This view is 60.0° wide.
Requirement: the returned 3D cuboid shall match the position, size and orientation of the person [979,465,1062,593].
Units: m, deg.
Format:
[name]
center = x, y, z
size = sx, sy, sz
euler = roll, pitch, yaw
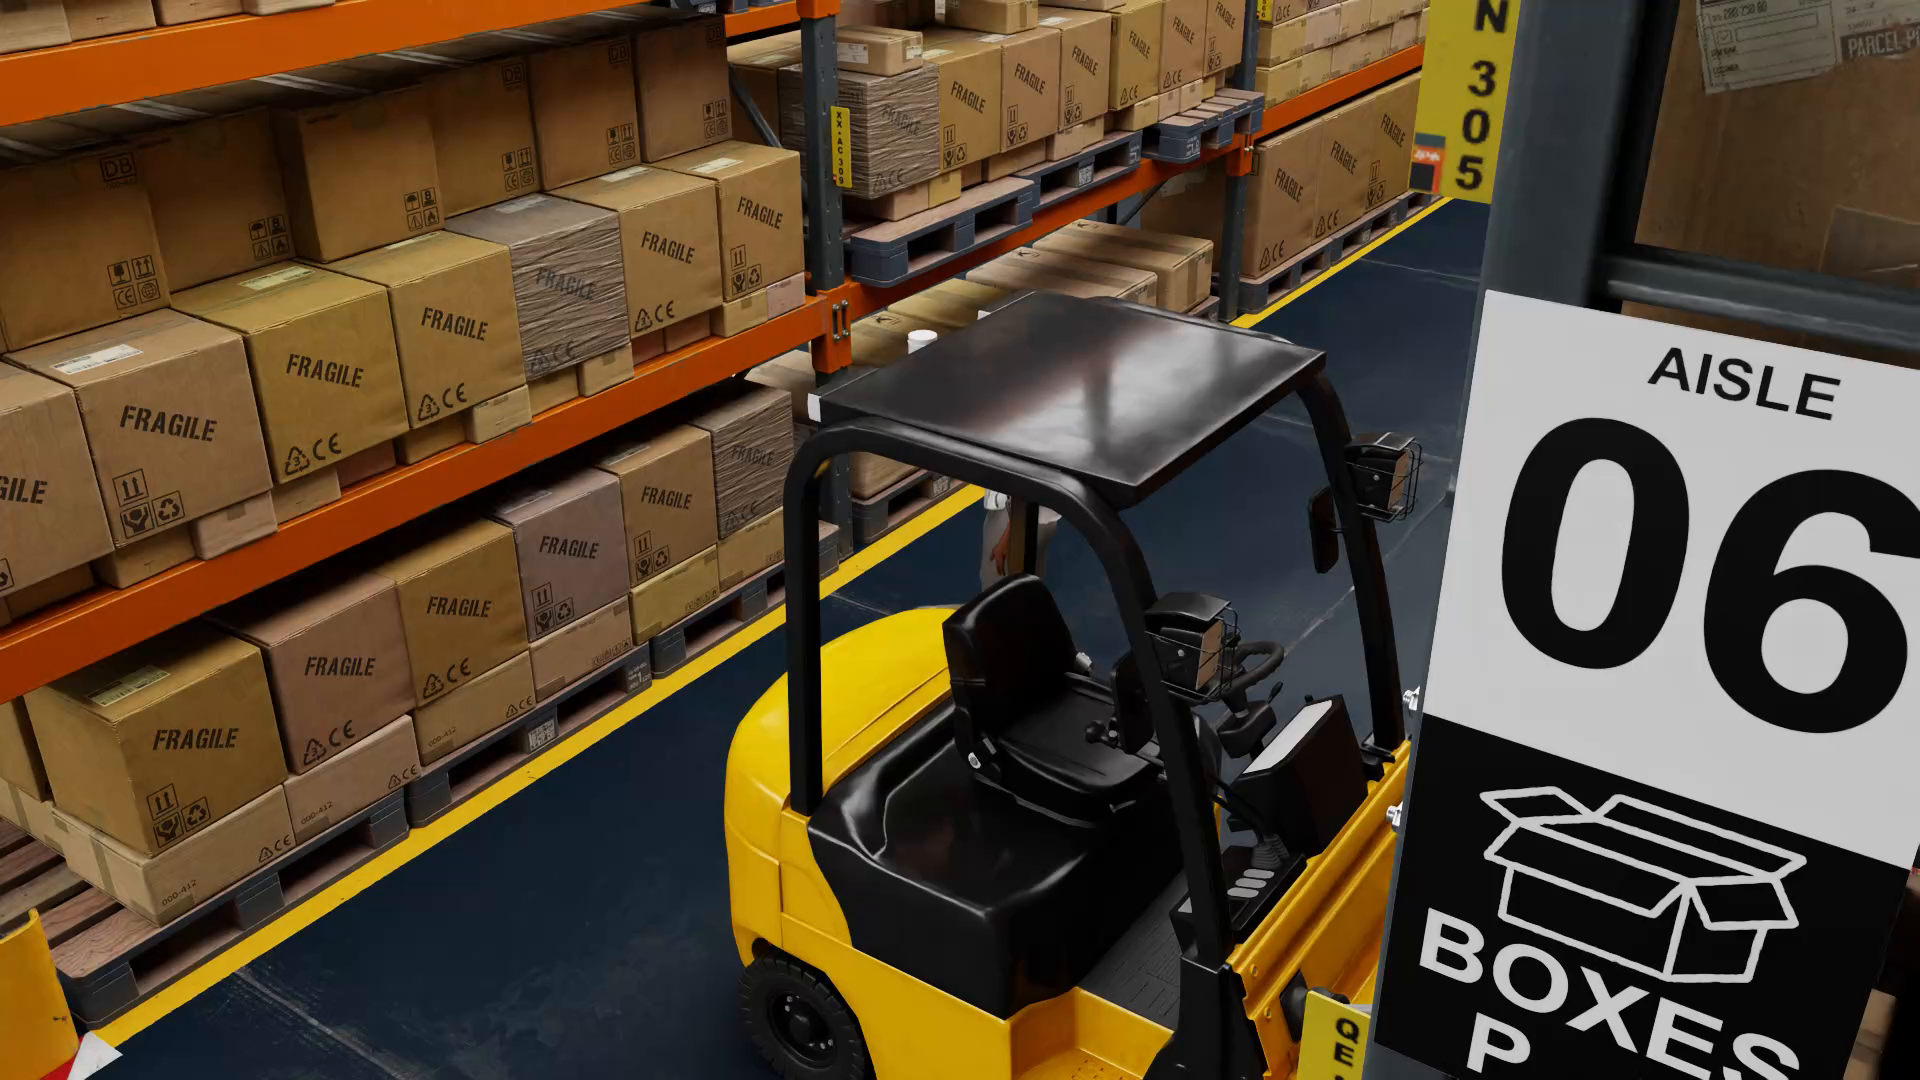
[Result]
[person]
center = 0.154, -0.118, 6.290
size = 0.529, 1.695, 0.569
euler = 1, 27, 2
